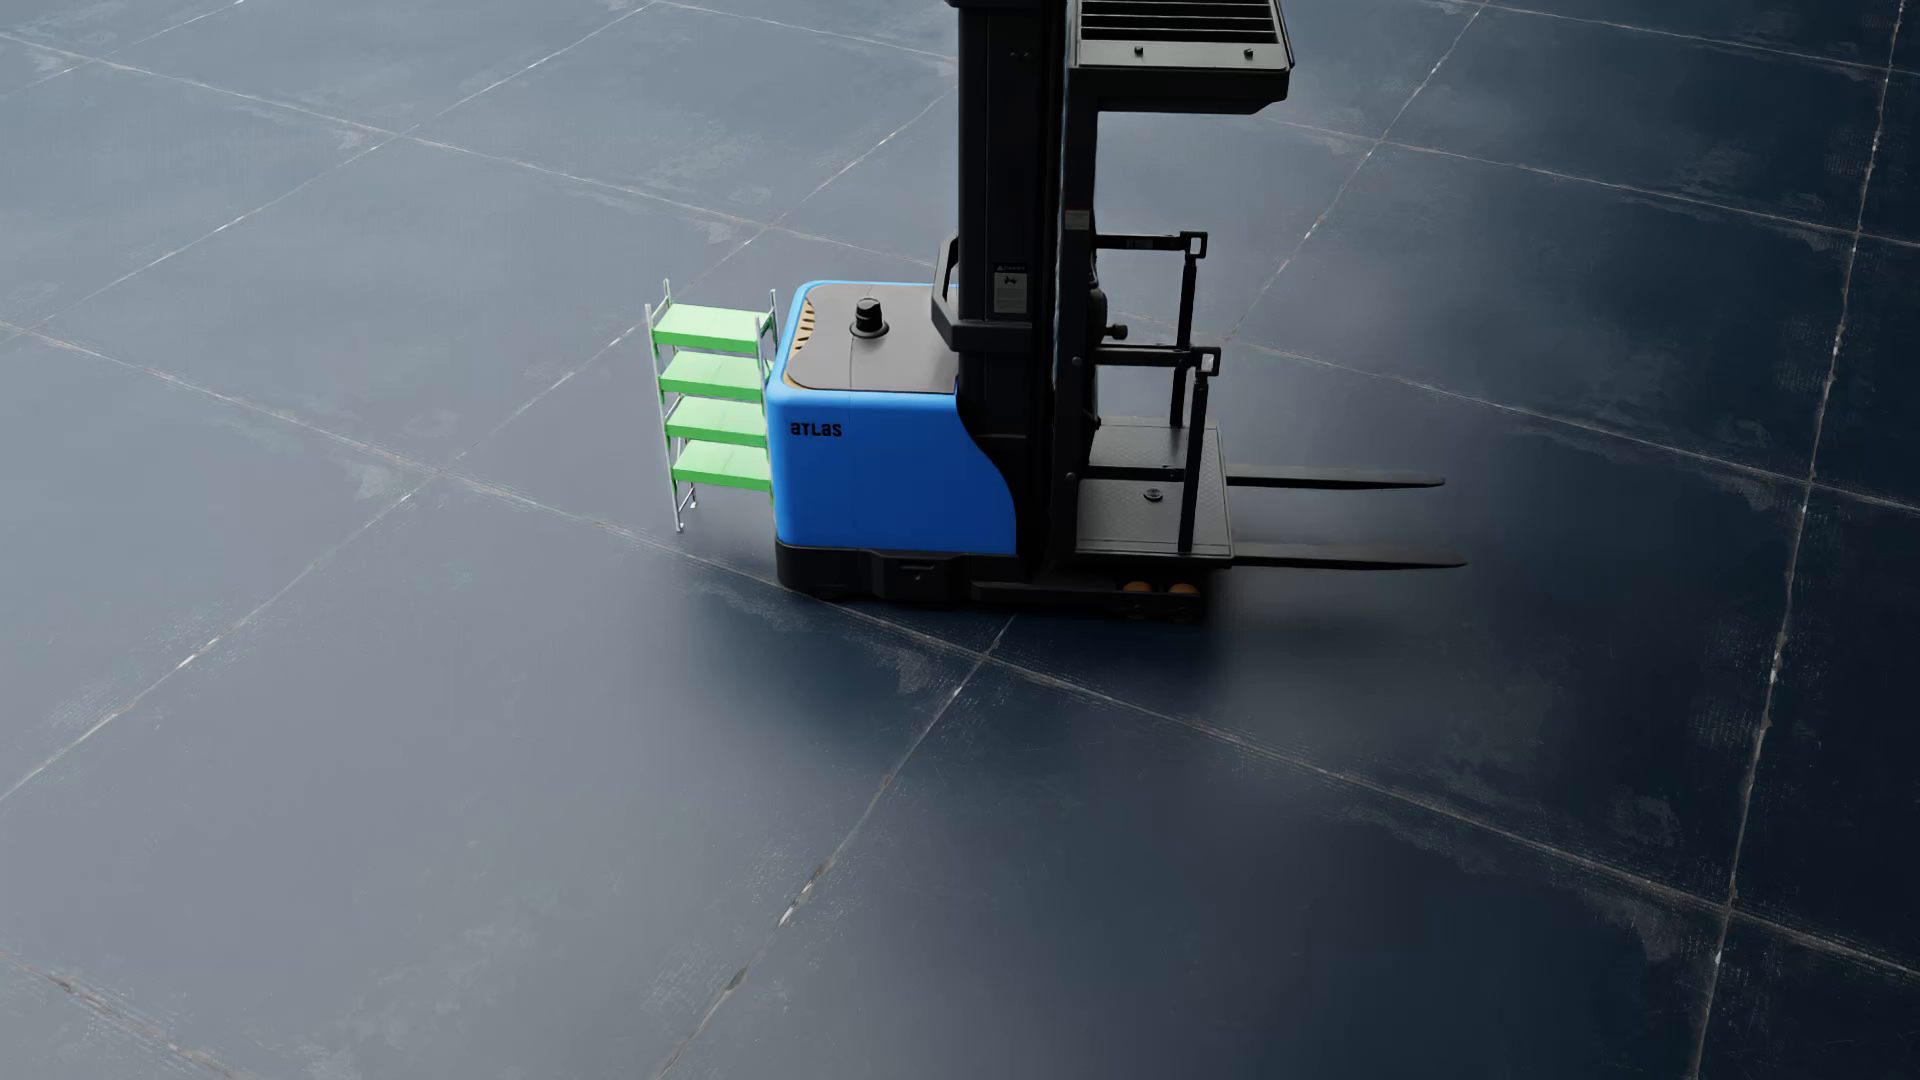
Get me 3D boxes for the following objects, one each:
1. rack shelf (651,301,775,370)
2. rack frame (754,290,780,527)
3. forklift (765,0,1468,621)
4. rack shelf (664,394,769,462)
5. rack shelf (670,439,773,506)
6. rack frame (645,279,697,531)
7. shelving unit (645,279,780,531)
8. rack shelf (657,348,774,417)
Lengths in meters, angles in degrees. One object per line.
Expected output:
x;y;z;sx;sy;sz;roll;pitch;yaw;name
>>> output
-1.068;-0.893;7.241;0.480;0.148;0.258;7;38;10;rack shelf
-0.826;-0.530;7.448;0.015;1.200;0.240;7;38;10;rack frame
0.725;-1.147;6.837;3.031;2.935;1.130;2;37;3;forklift
-1.063;-0.510;7.530;0.480;0.148;0.258;7;38;10;rack shelf
-1.061;-0.318;7.675;0.480;0.148;0.258;7;38;10;rack shelf
-1.302;-0.591;7.536;0.015;1.200;0.240;7;38;10;rack frame
-1.064;-0.561;7.492;0.503;1.200;0.258;7;38;10;shelving unit
-1.066;-0.701;7.386;0.480;0.148;0.258;7;38;10;rack shelf
